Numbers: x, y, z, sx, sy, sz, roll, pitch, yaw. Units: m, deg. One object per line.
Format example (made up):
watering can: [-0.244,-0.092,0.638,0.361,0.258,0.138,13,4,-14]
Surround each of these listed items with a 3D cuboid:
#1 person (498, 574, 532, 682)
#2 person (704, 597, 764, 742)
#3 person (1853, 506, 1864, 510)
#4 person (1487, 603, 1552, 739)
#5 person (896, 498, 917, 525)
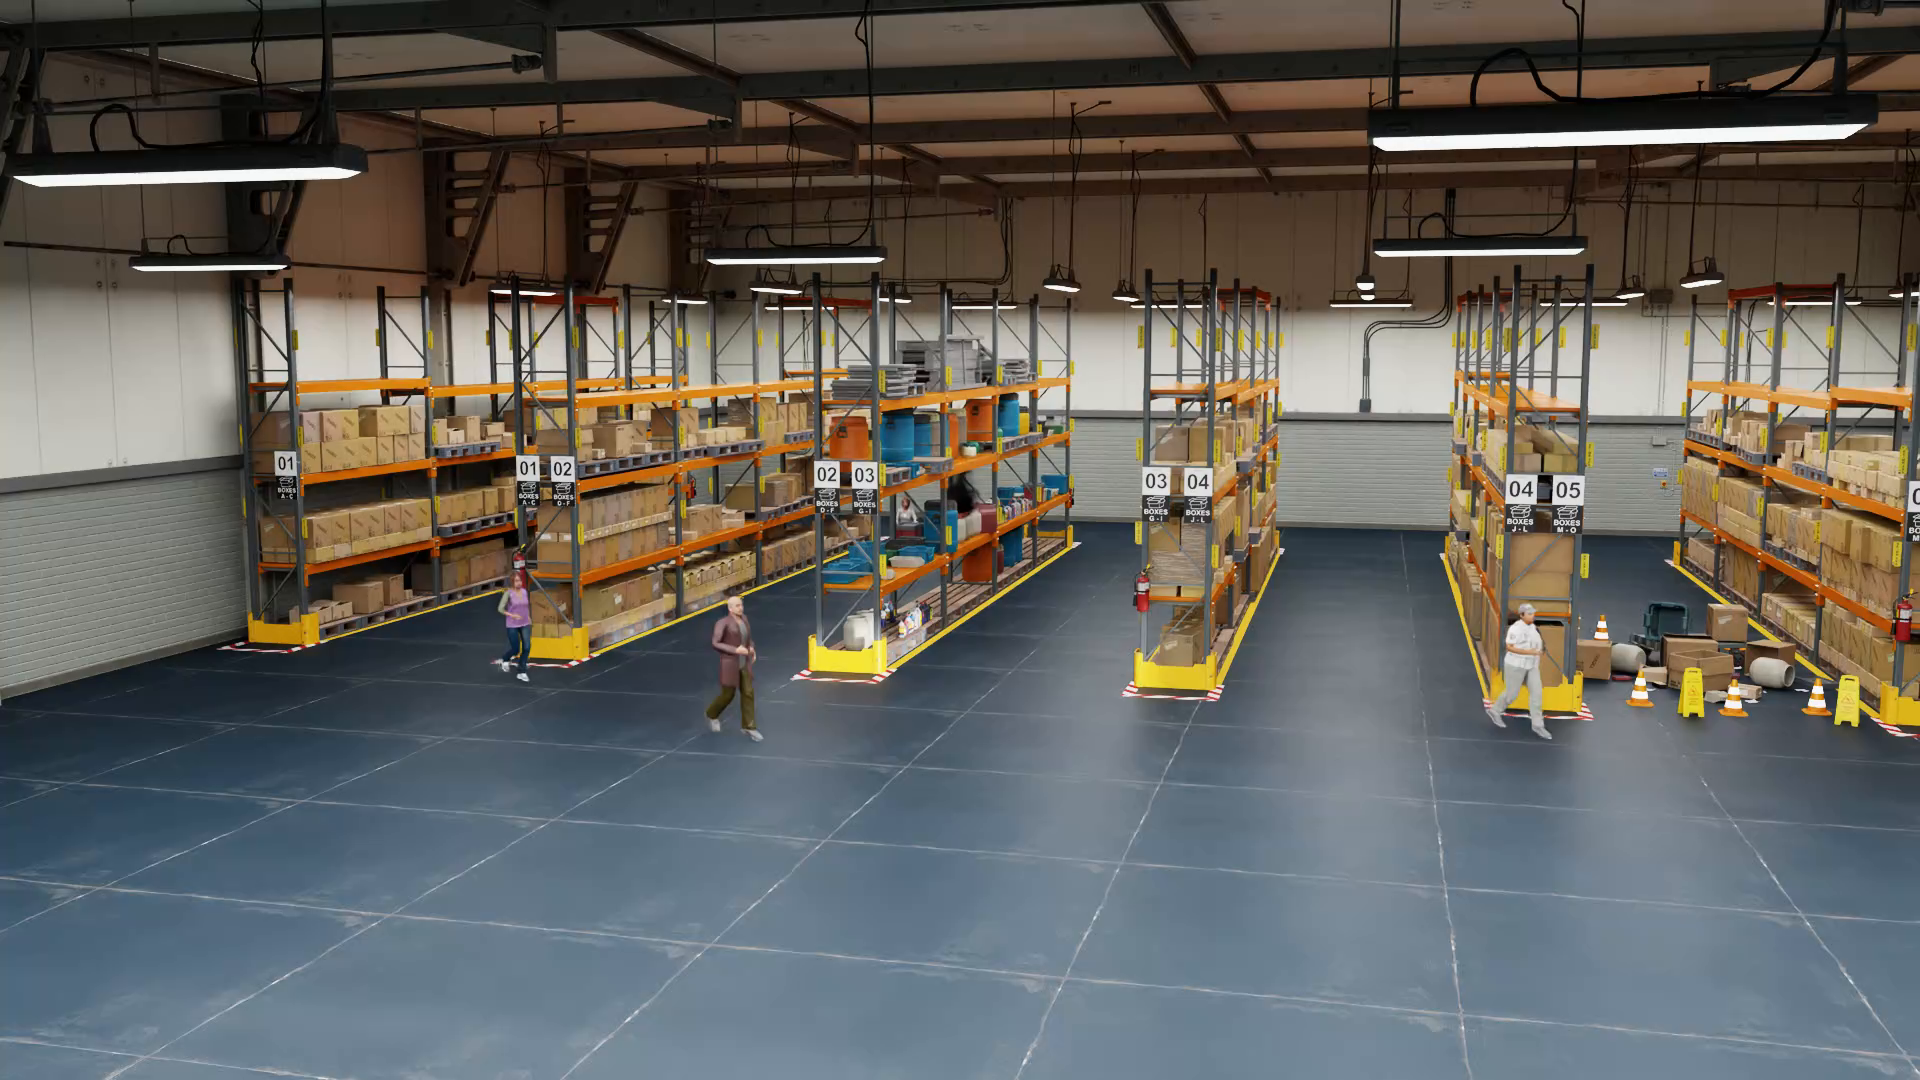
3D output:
person: [-6.591,1.286,24.622,0.534,1.593,0.637,-6,9,-42]
person: [-2.861,1.601,21.014,0.949,1.804,0.730,6,9,40]
person: [17.898,0.121,33.192,0.699,1.756,0.988,1,7,4]
person: [7.148,1.638,21.206,0.597,1.693,0.884,-4,8,-31]
person: [-1.212,-0.157,36.845,0.522,1.528,0.577,1,7,4]
